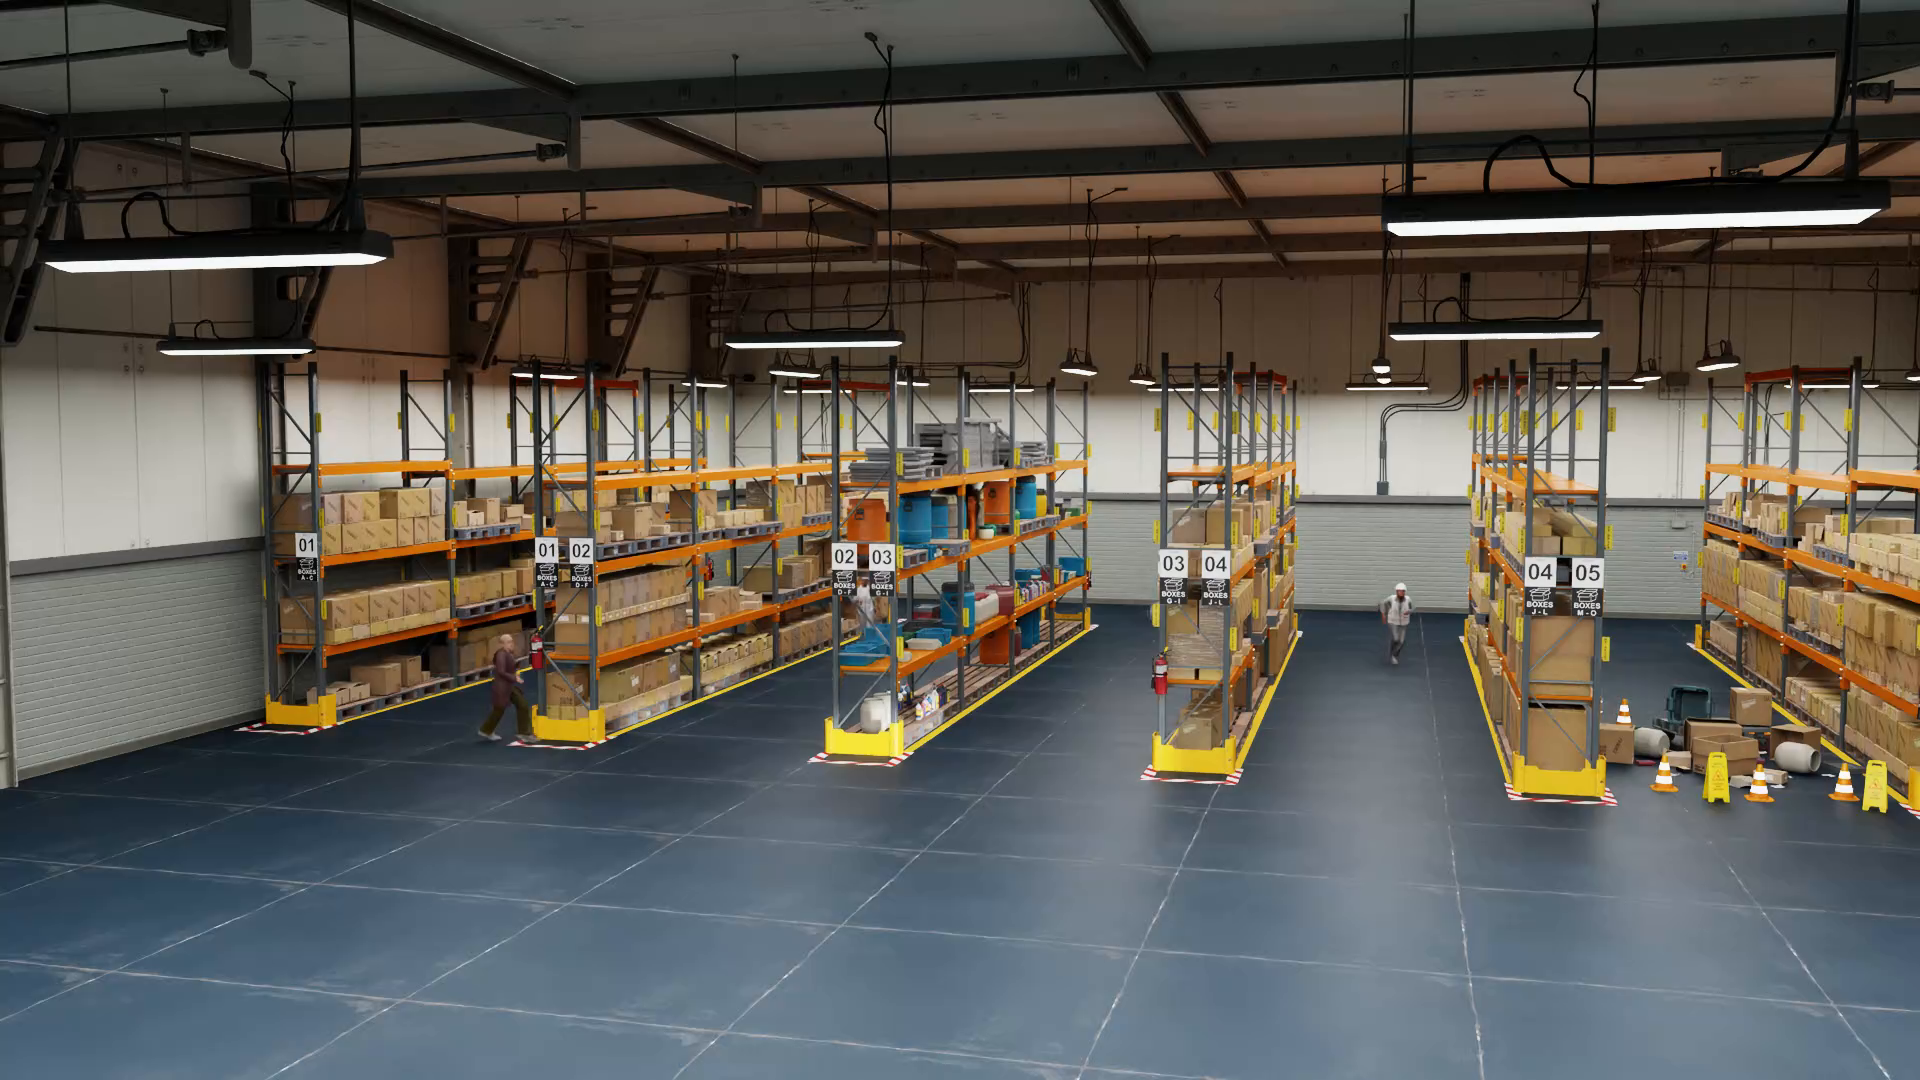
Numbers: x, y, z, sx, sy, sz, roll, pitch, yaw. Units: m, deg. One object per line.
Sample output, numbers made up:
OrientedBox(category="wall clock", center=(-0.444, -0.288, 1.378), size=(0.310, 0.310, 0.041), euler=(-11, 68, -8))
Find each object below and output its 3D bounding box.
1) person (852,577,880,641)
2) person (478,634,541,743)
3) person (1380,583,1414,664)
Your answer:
OrientedBox(category="person", center=(-1.948, 1.532, 34.399), size=(0.533, 1.731, 0.842), euler=(1, 4, 7))
OrientedBox(category="person", center=(-7.079, 2.331, 25.768), size=(0.909, 1.736, 0.746), euler=(1, 4, 8))
OrientedBox(category="person", center=(9.076, 1.736, 34.435), size=(0.633, 1.700, 0.729), euler=(0, 4, -2))
